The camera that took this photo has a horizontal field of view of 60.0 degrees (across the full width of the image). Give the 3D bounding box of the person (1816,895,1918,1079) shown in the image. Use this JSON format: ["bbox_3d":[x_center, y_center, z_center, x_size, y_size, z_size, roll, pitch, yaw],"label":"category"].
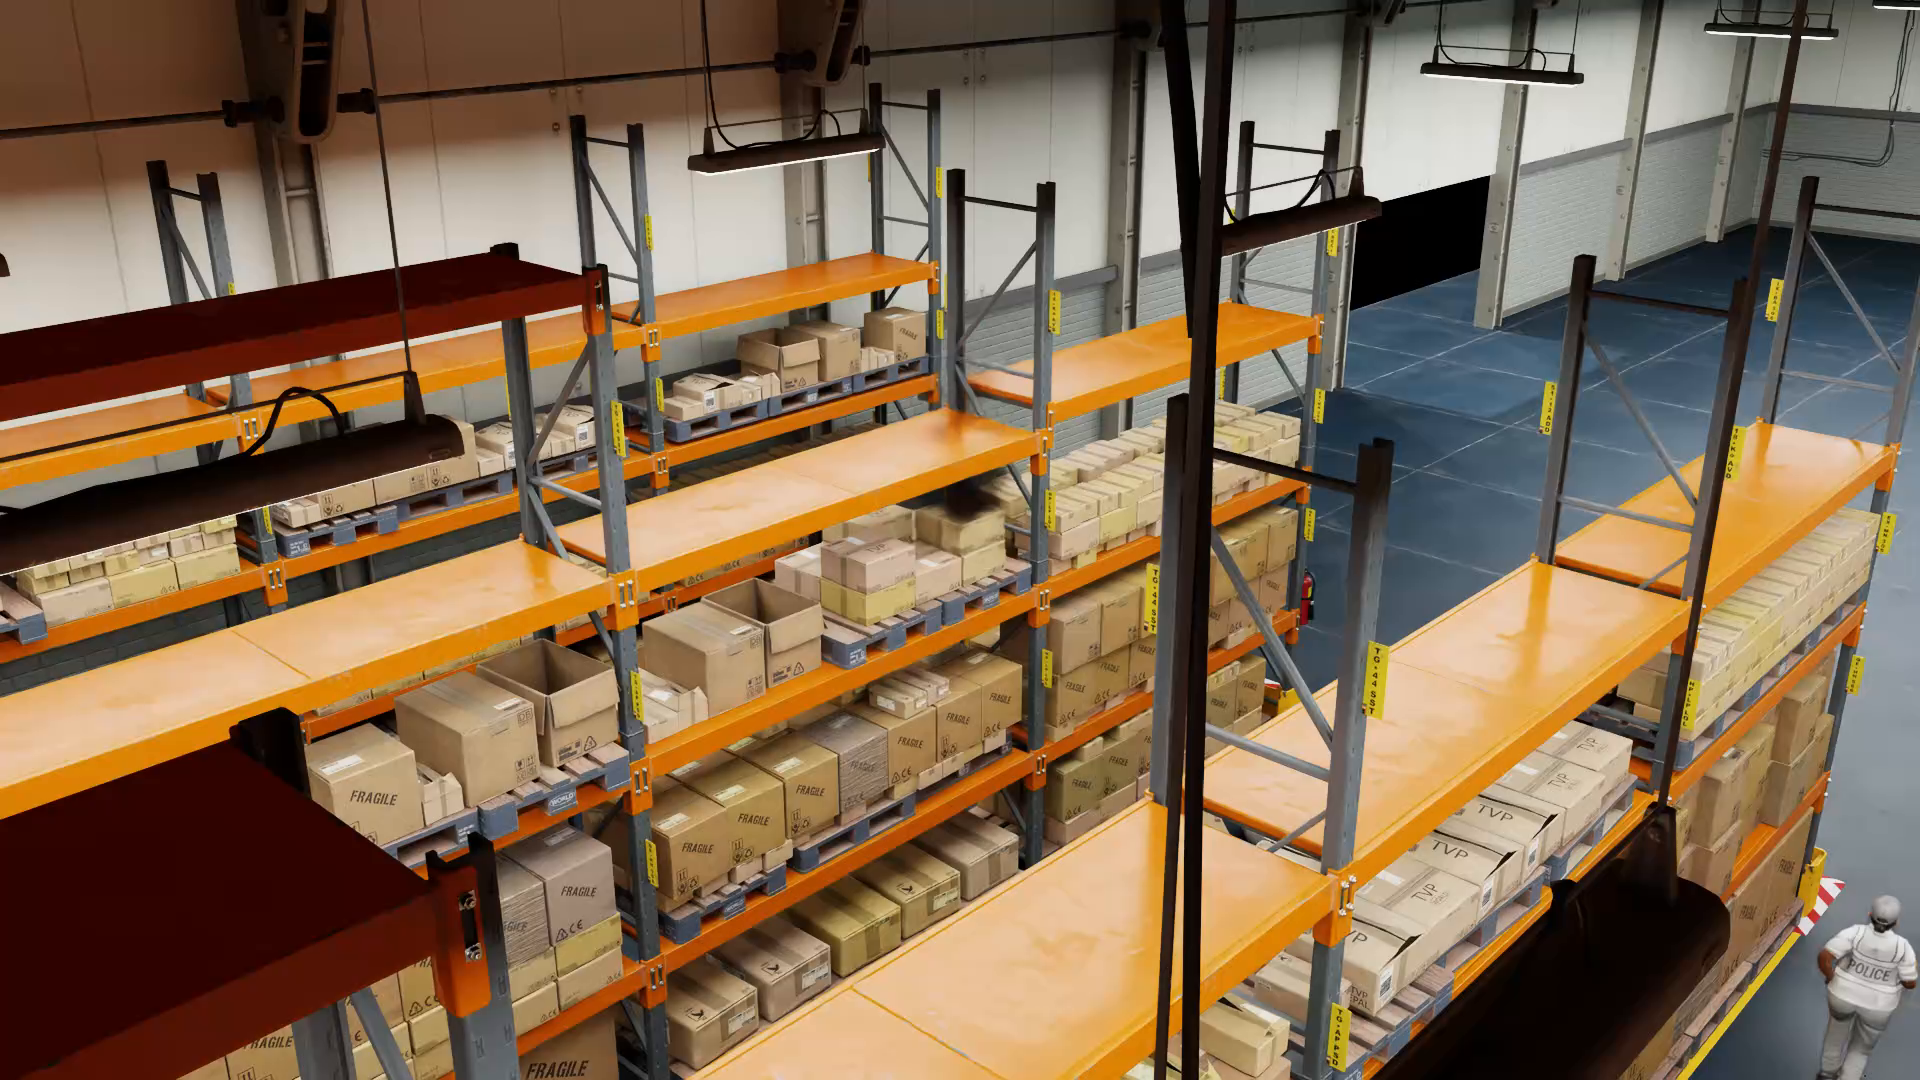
[{"bbox_3d":[6.215,3.215,11.481,0.583,1.725,0.746,17,27,37],"label":"person"}]
